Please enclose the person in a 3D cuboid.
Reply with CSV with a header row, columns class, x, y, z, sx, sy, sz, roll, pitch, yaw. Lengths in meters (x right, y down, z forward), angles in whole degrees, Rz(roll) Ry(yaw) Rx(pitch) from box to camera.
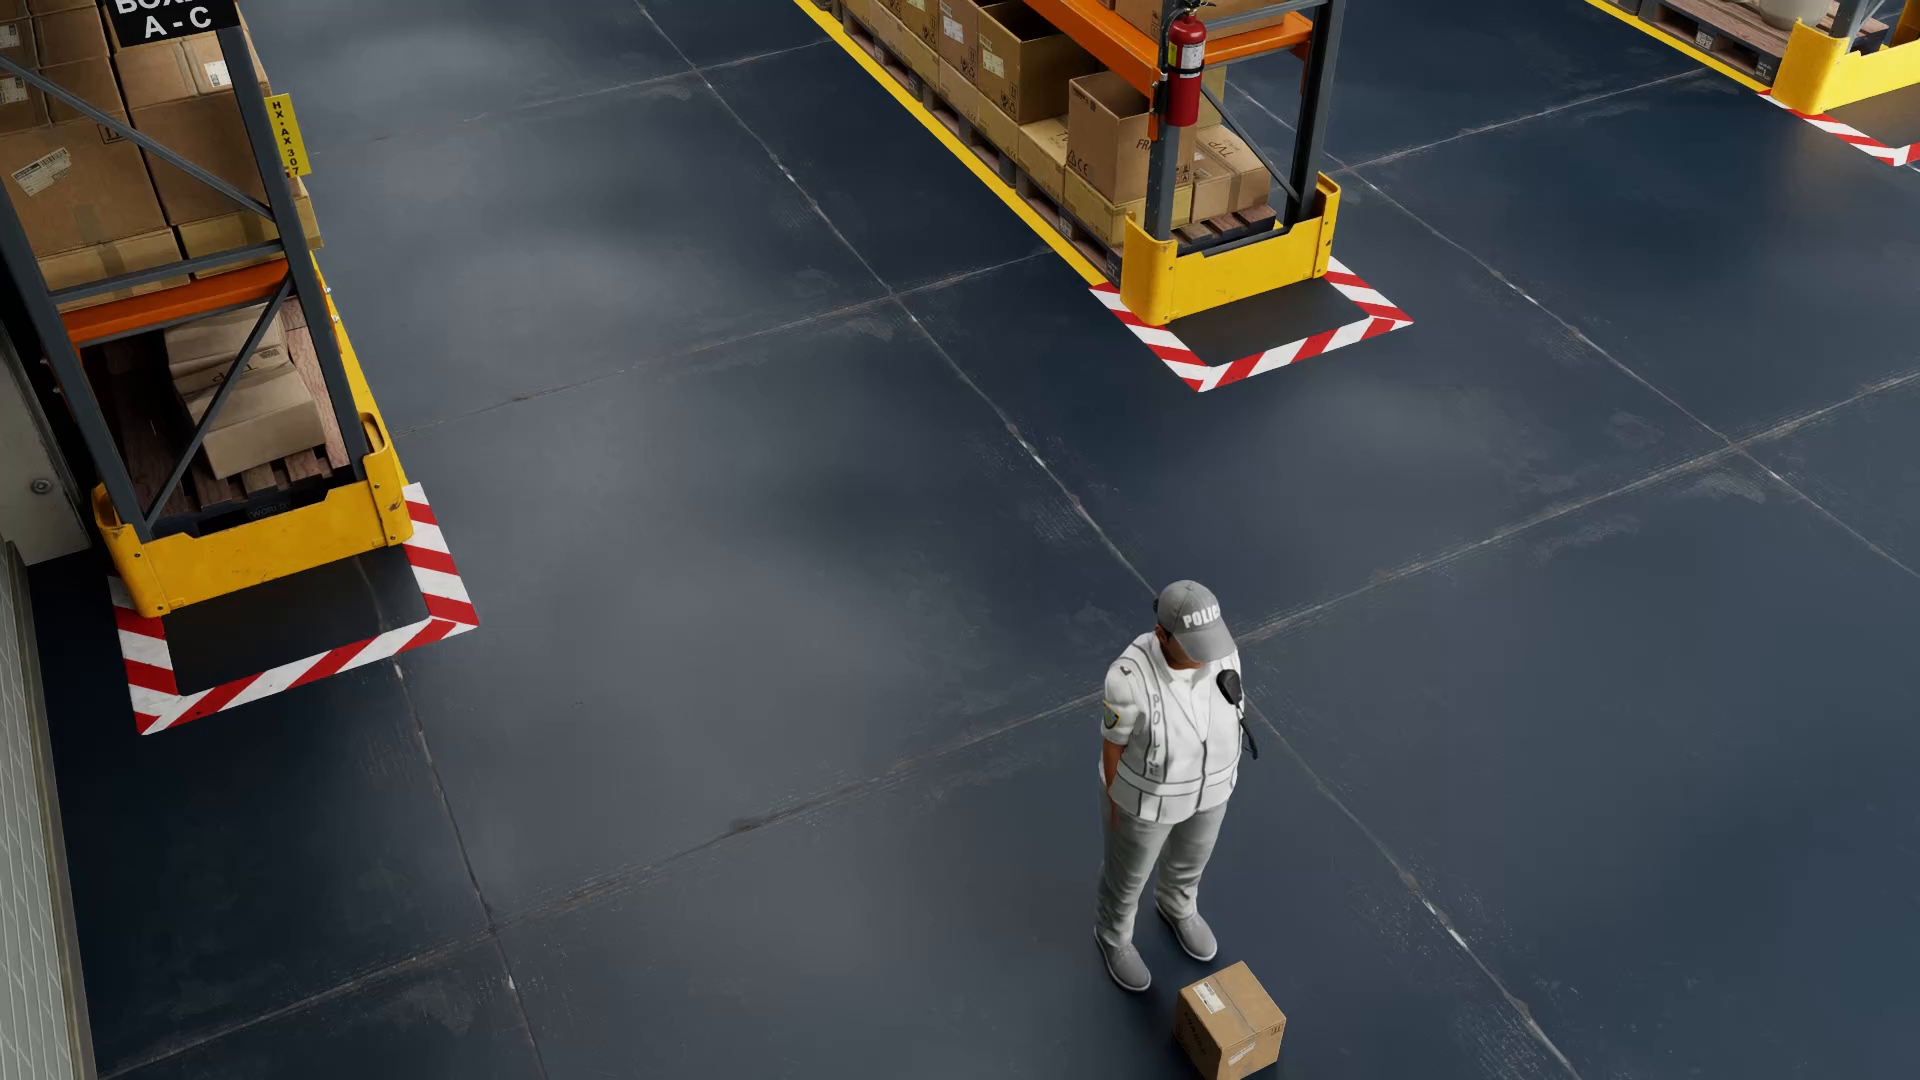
class,x,y,z,sx,sy,sz,roll,pitch,yaw
person,0.665,0.776,5.278,0.472,1.671,0.387,-18,45,-19
